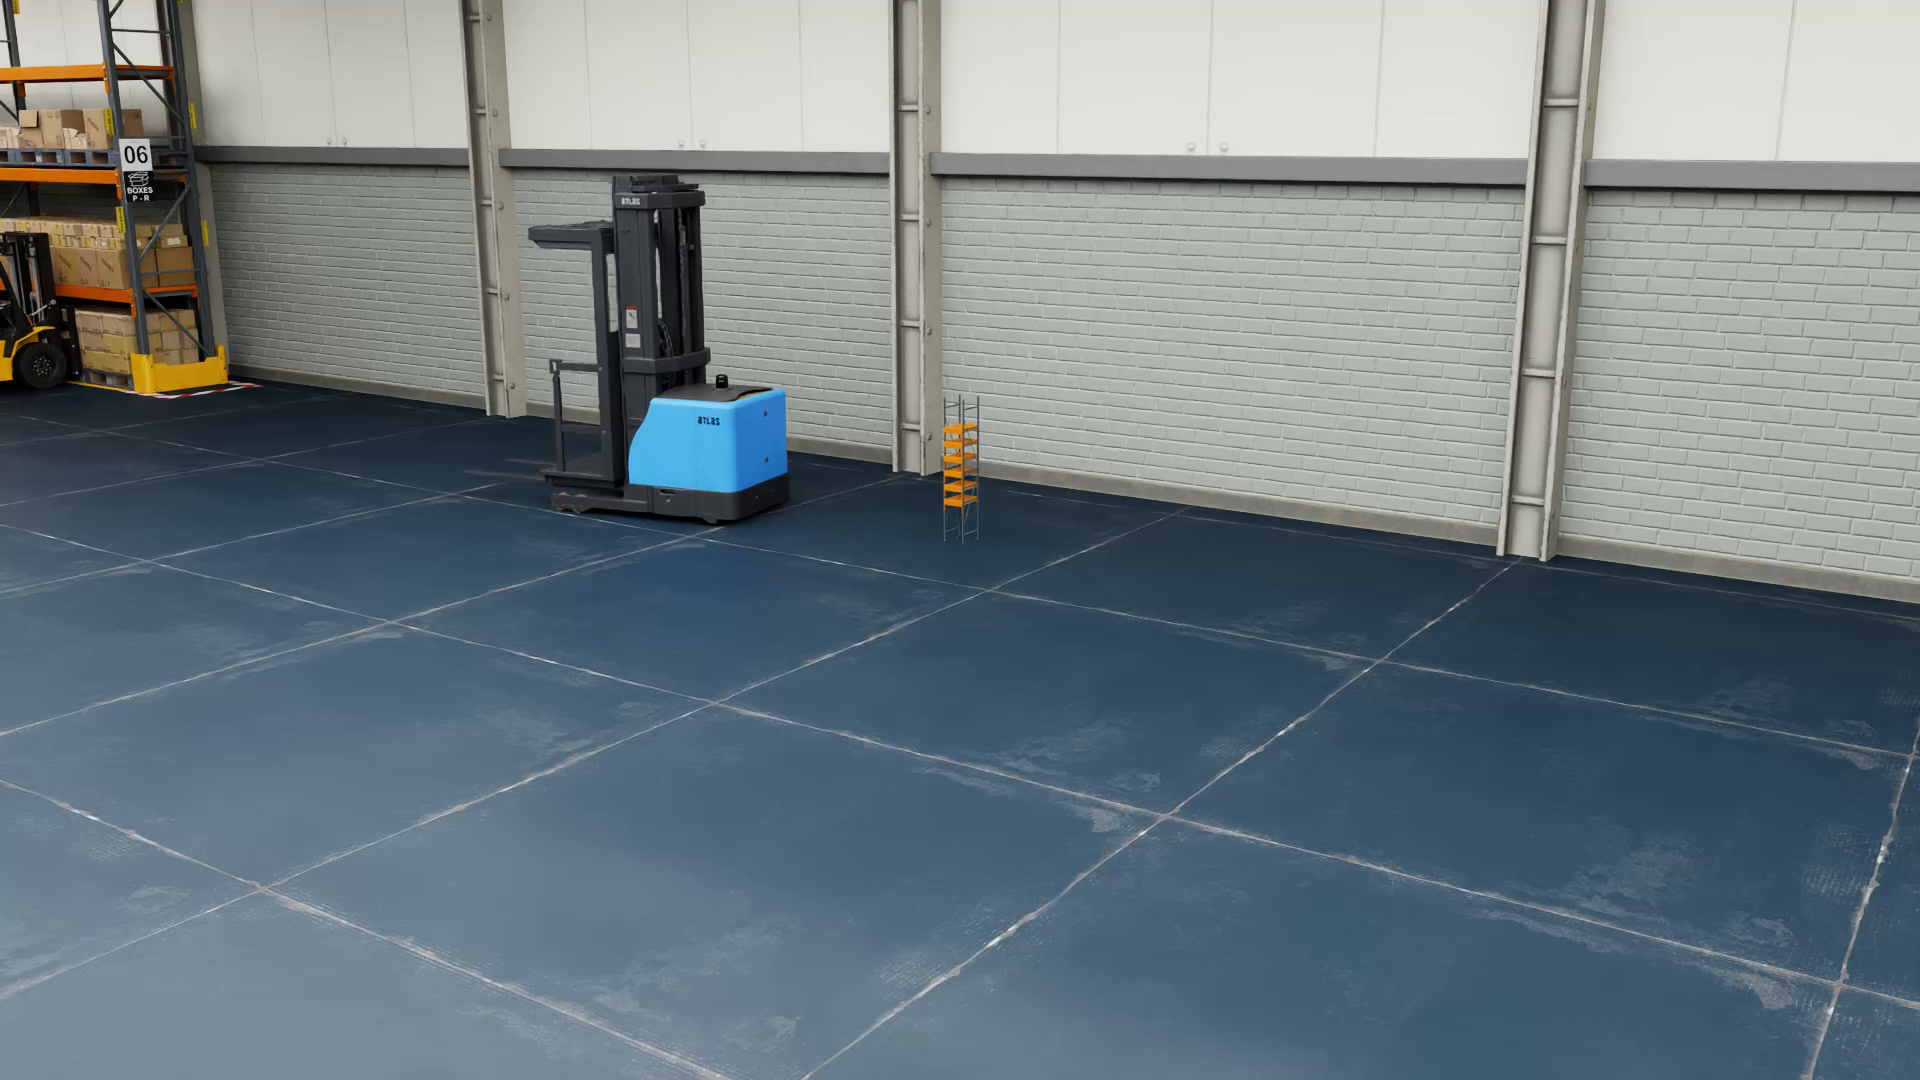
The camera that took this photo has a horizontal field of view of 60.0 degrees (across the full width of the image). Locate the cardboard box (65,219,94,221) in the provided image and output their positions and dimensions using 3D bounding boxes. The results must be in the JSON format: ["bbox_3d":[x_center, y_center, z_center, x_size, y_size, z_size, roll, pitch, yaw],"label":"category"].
[{"bbox_3d":[-12.149,-4.366,23.043,0.250,0.149,0.380,9,16,32],"label":"cardboard box"}]

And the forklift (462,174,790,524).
[{"bbox_3d":[-3.108,-1.772,14.880,3.031,2.935,1.130,6,15,22],"label":"forklift"}]

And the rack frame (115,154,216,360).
[{"bbox_3d":[-10.308,-3.483,21.651,0.127,3.000,1.000,9,17,33],"label":"rack frame"}]

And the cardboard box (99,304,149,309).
[{"bbox_3d":[-11.427,-3.075,22.771,0.500,0.250,0.500,9,17,32],"label":"cardboard box"}]

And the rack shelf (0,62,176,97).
[{"bbox_3d":[-11.968,-6.120,22.148,4.000,0.370,1.077,9,17,33],"label":"rack shelf"}]

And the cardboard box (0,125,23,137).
[{"bbox_3d":[-13.073,-5.524,22.759,0.500,0.311,0.500,10,17,34],"label":"cardboard box"}]

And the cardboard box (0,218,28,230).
[{"bbox_3d":[-13.251,-4.412,23.226,0.250,0.149,0.380,9,17,34],"label":"cardboard box"}]

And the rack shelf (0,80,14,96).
[{"bbox_3d":[-15.287,-6.656,24.315,4.000,0.370,1.077,9,17,33],"label":"rack shelf"}]

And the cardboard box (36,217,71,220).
[{"bbox_3d":[-12.781,-4.470,23.461,0.250,0.149,0.380,9,17,32],"label":"cardboard box"}]

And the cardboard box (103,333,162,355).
[{"bbox_3d":[-10.886,-2.598,21.883,0.500,0.250,0.500,9,16,32],"label":"cardboard box"}]

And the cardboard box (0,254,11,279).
[{"bbox_3d":[-12.963,-3.890,23.086,0.500,0.500,0.500,10,17,34],"label":"cardboard box"}]

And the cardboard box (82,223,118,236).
[{"bbox_3d":[-11.342,-4.102,21.973,0.250,0.149,0.380,9,17,33],"label":"cardboard box"}]

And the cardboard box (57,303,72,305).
[{"bbox_3d":[-12.563,-3.111,22.917,0.500,0.250,0.500,10,17,35],"label":"cardboard box"}]

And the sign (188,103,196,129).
[{"bbox_3d":[-9.993,-5.512,21.620,0.005,0.325,0.100,9,17,33],"label":"sign"}]

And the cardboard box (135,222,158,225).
[{"bbox_3d":[-10.893,-4.153,22.180,0.250,0.149,0.380,10,17,34],"label":"cardboard box"}]

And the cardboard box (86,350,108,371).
[{"bbox_3d":[-11.282,-2.421,22.208,0.500,0.250,0.500,9,17,33],"label":"cardboard box"}]

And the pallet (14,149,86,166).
[{"bbox_3d":[-11.897,-5.160,22.365,1.213,0.211,1.003,9,17,33],"label":"pallet"}]

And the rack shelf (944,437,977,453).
[{"bbox_3d":[0.012,-0.770,13.624,0.180,0.103,0.258,9,17,33],"label":"rack shelf"}]

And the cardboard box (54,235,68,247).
[{"bbox_3d":[-11.830,-4.004,22.198,0.250,0.149,0.380,9,17,33],"label":"cardboard box"}]

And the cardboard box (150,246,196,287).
[{"bbox_3d":[-10.564,-3.653,22.131,0.500,0.500,0.500,10,17,35],"label":"cardboard box"}]

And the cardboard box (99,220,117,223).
[{"bbox_3d":[-11.485,-4.274,22.670,0.250,0.149,0.380,9,16,31],"label":"cardboard box"}]

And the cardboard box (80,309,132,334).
[{"bbox_3d":[-11.291,-2.904,22.081,0.500,0.250,0.500,10,17,34],"label":"cardboard box"}]

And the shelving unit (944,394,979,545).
[{"bbox_3d":[0.012,-0.580,13.671,0.189,1.200,0.258,9,17,33],"label":"shelving unit"}]

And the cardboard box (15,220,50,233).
[{"bbox_3d":[-12.657,-4.291,22.740,0.250,0.149,0.380,9,16,32],"label":"cardboard box"}]

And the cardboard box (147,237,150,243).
[{"bbox_3d":[-10.685,-3.964,22.036,0.250,0.149,0.380,9,17,33],"label":"cardboard box"}]

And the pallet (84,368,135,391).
[{"bbox_3d":[-10.966,-2.224,22.367,1.213,0.211,1.003,9,17,33],"label":"pallet"}]

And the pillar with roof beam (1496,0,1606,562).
[{"bbox_3d":[2.150,-3.396,8.814,0.400,9.000,9.100,9,17,33],"label":"pillar with roof beam"}]

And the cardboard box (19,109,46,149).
[{"bbox_3d":[-12.070,-5.496,22.242,0.637,0.503,0.797,10,17,35],"label":"cardboard box"}]

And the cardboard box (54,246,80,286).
[{"bbox_3d":[-11.714,-3.685,22.260,0.500,0.500,0.500,9,16,32],"label":"cardboard box"}]

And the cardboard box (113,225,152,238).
[{"bbox_3d":[-10.723,-3.997,21.550,0.250,0.149,0.380,9,17,33],"label":"cardboard box"}]

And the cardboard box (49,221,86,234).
[{"bbox_3d":[-11.999,-4.201,22.376,0.250,0.149,0.380,9,17,34],"label":"cardboard box"}]

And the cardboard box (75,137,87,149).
[{"bbox_3d":[-11.165,-5.120,21.462,0.250,0.149,0.380,9,16,31],"label":"cardboard box"}]

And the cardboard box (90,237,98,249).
[{"bbox_3d":[-11.162,-3.912,21.828,0.250,0.149,0.380,10,17,34],"label":"cardboard box"}]

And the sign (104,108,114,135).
[{"bbox_3d":[-10.622,-5.224,20.764,0.005,0.325,0.100,9,17,33],"label":"sign"}]

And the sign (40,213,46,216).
[{"bbox_3d":[-13.319,-4.589,24.152,0.005,0.325,0.100,9,17,33],"label":"sign"}]

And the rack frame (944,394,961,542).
[{"bbox_3d":[-0.064,-0.593,13.721,0.006,1.200,0.240,9,17,33],"label":"rack frame"}]

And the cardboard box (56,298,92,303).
[{"bbox_3d":[-12.682,-3.282,23.605,0.500,0.250,0.500,9,16,32],"label":"cardboard box"}]

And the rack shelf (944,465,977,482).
[{"bbox_3d":[0.012,-0.537,13.682,0.180,0.103,0.258,9,17,33],"label":"rack shelf"}]
